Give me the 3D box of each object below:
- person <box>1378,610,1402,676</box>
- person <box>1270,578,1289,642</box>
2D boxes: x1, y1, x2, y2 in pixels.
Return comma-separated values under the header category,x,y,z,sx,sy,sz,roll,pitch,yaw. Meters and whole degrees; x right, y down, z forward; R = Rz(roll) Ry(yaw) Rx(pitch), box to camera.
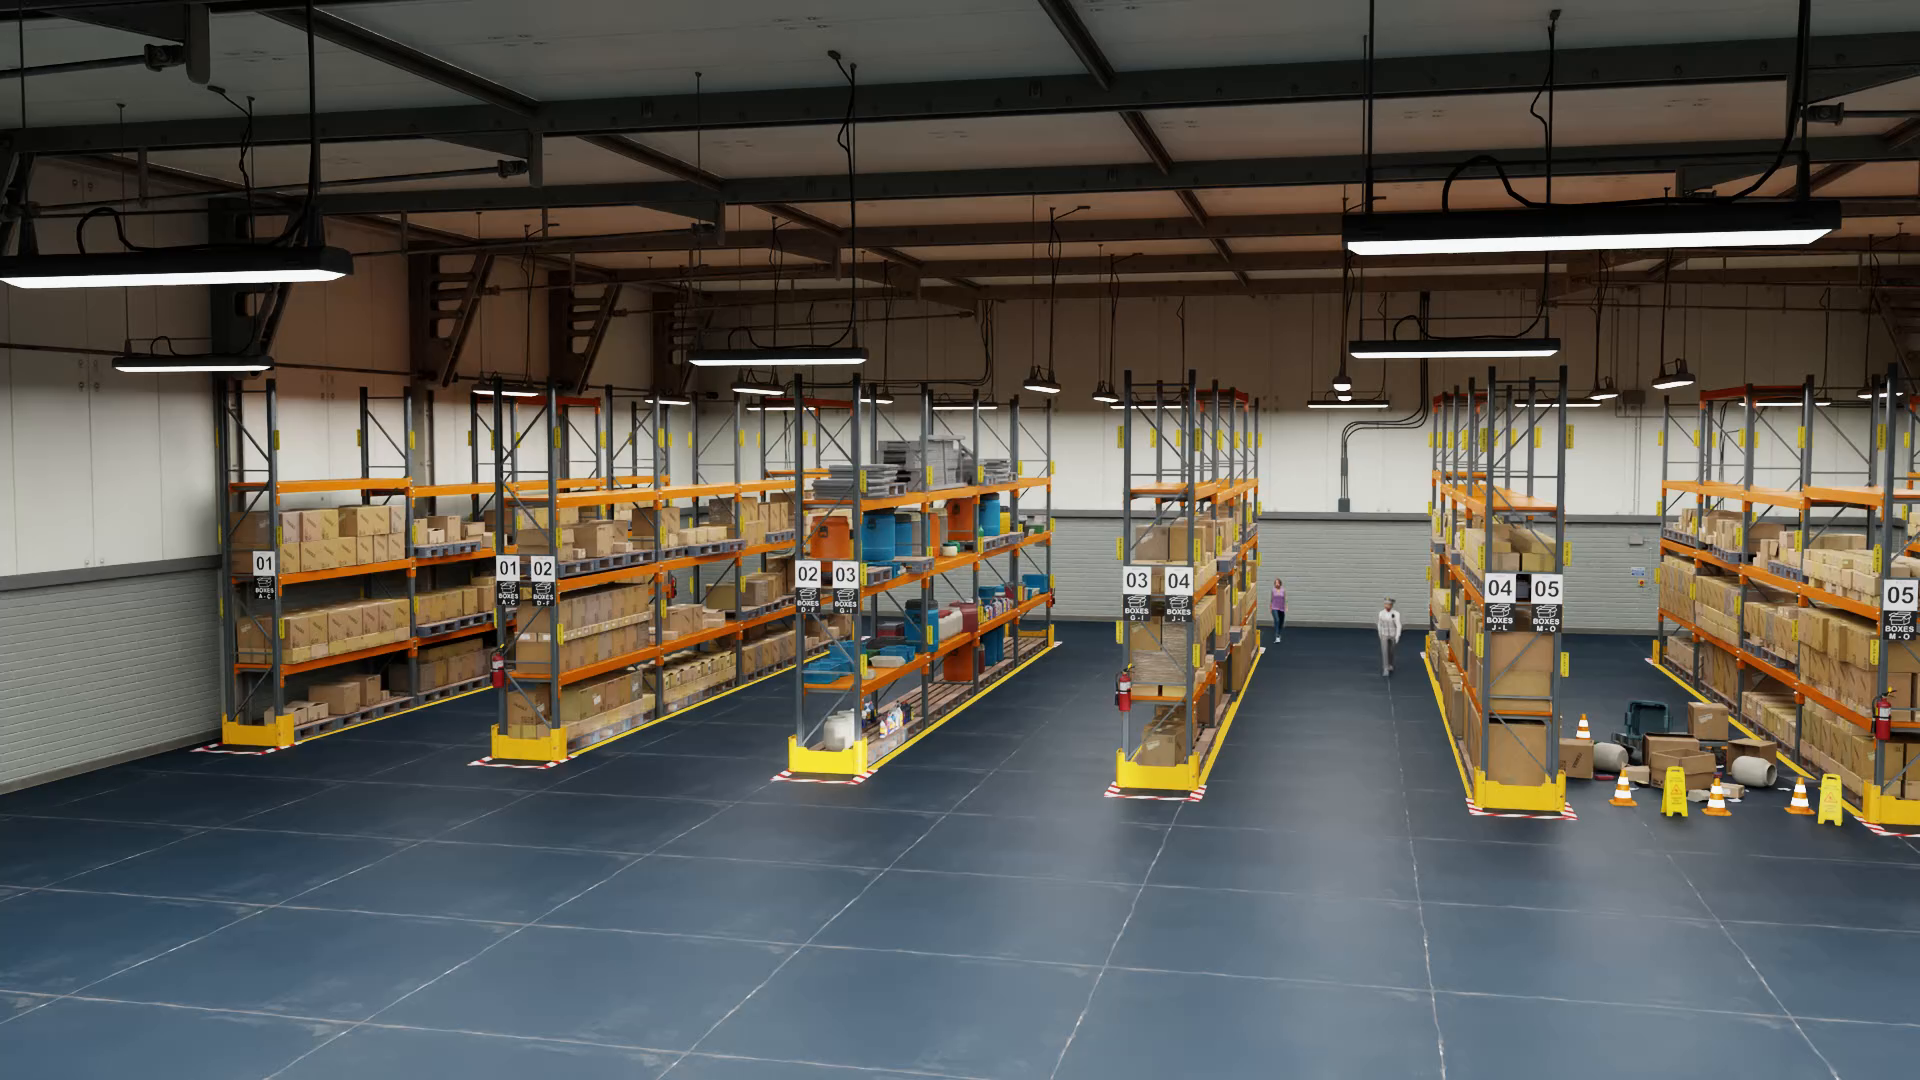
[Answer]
category,x,y,z,sx,sy,sz,roll,pitch,yaw
person,9.180,2.157,35.501,0.470,1.381,1.015,1,4,12
person,7.914,1.726,41.307,0.392,1.555,0.899,0,3,-2
